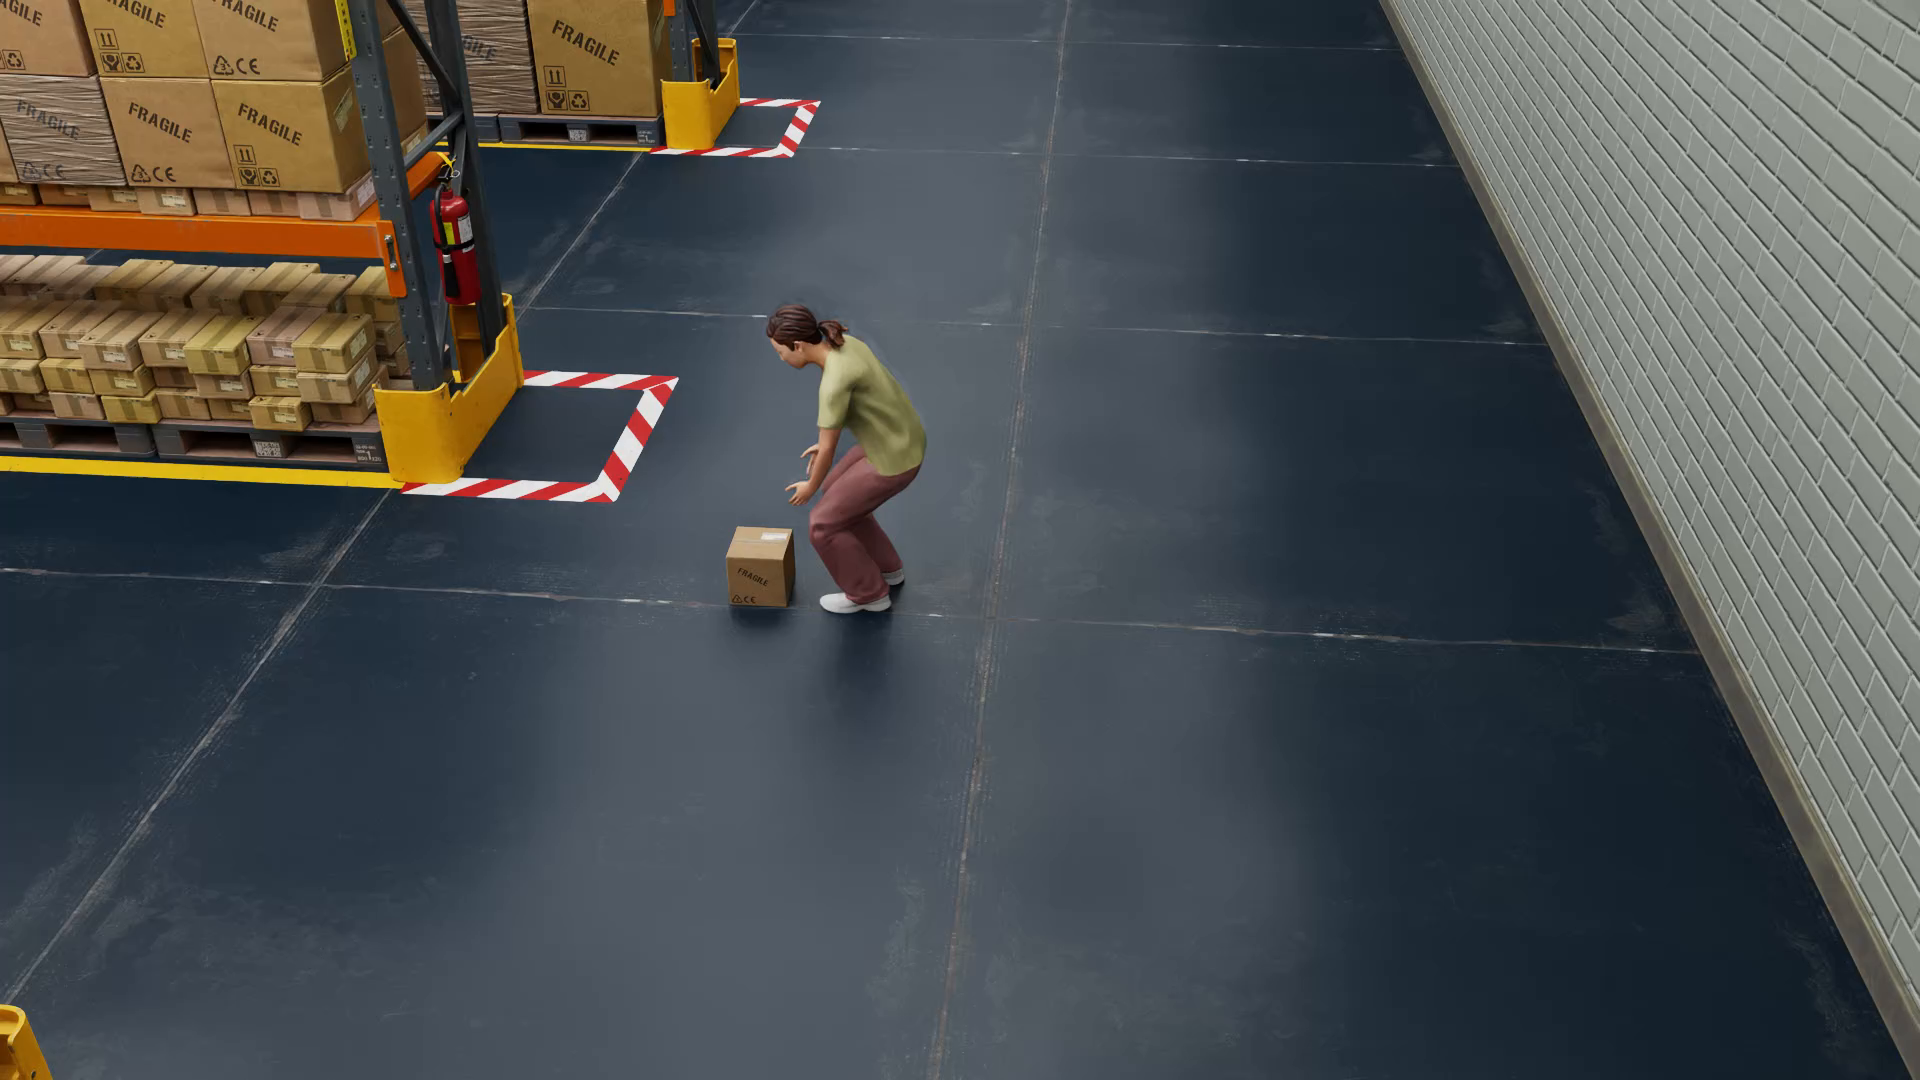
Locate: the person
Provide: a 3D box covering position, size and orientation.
[{"bbox_3d":[-0.459,-0.333,6.944,0.634,1.390,0.510,3,32,4],"label":"person"}]
